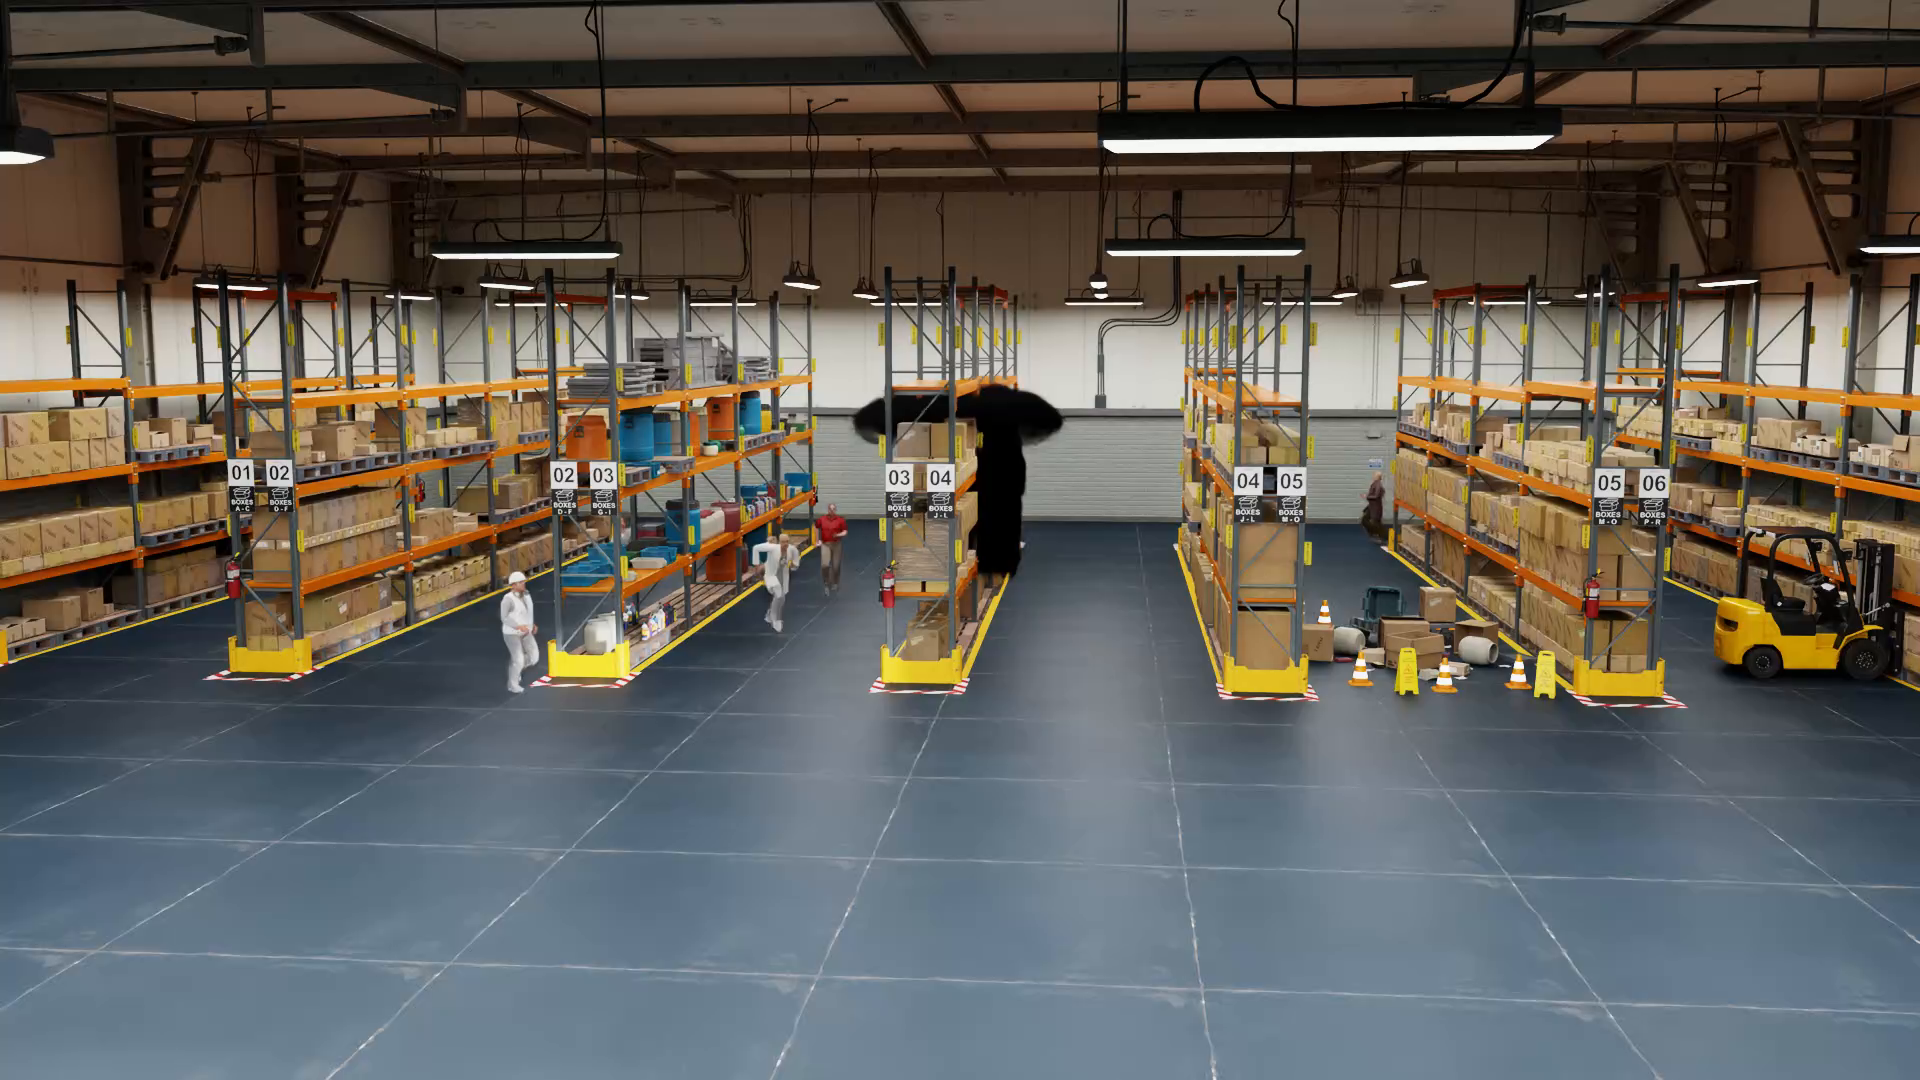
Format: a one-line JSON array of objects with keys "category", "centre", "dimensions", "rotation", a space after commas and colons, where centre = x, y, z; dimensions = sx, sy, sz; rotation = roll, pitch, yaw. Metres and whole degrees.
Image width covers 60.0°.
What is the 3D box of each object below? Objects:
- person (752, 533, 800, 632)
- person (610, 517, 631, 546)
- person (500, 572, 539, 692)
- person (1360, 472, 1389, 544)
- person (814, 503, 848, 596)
[{"category": "person", "centre": [-3.063, 0.690, 27.625], "dimensions": [0.754, 1.672, 1.039], "rotation": [-3, 8, -26]}, {"category": "person", "centre": [-6.522, 0.323, 32.290], "dimensions": [0.546, 1.565, 0.632], "rotation": [0, 7, -2]}, {"category": "person", "centre": [-6.215, 1.299, 23.529], "dimensions": [0.612, 1.720, 0.647], "rotation": [4, 8, 30]}, {"category": "person", "centre": [10.045, -0.767, 40.301], "dimensions": [0.761, 1.792, 0.684], "rotation": [0, 7, 3]}, {"category": "person", "centre": [-2.465, 0.175, 31.757], "dimensions": [0.648, 1.751, 0.737], "rotation": [-1, 7, -5]}]
